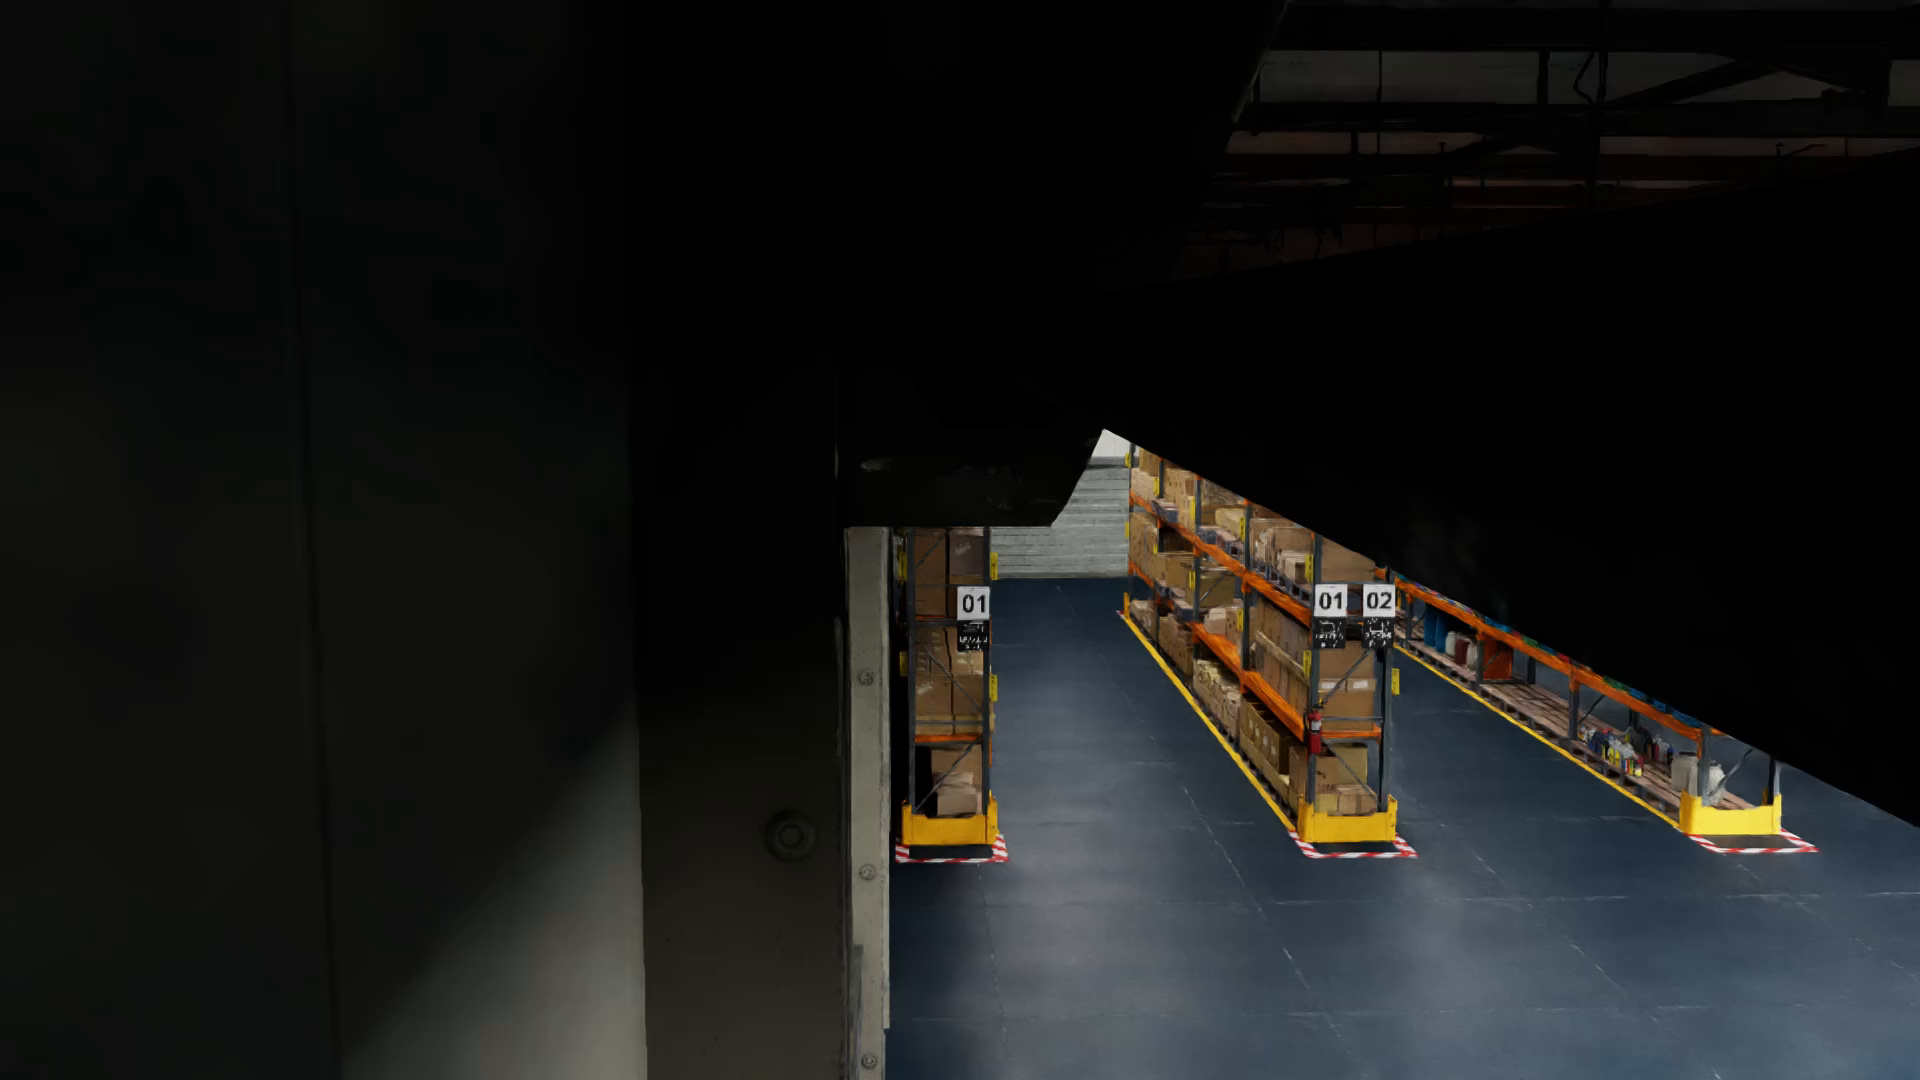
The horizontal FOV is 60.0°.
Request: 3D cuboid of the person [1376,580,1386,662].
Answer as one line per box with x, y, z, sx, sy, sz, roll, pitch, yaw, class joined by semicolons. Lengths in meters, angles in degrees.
7.903;1.524;31.467;0.625;1.596;0.517;-1;7;-4;person
